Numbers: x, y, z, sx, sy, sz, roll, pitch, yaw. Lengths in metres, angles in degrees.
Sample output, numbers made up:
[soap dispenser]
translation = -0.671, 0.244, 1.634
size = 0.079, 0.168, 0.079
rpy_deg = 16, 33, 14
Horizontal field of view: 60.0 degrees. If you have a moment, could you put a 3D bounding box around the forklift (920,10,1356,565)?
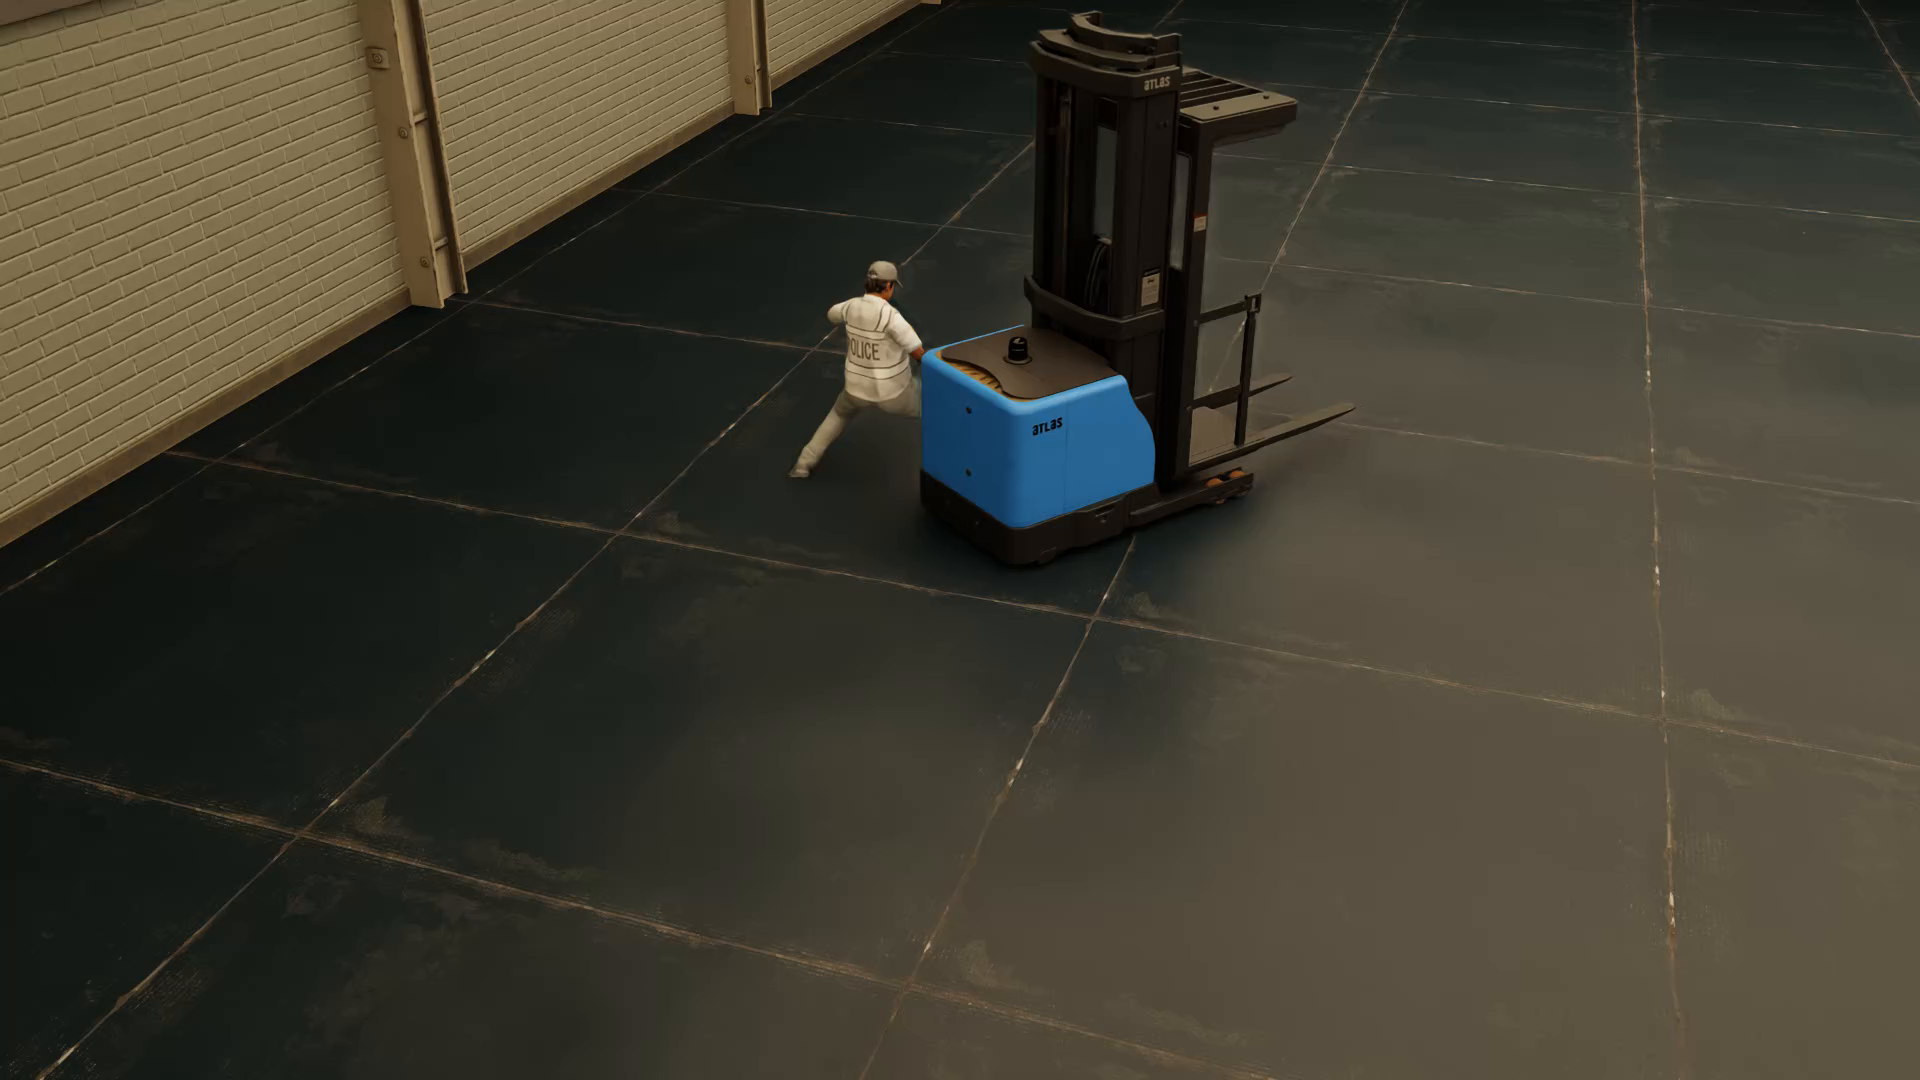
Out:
[forklift]
translation = 1.250, -1.687, 10.096
size = 3.031, 2.935, 1.130
rpy_deg = -19, 35, -30

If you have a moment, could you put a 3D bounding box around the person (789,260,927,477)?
[person]
translation = -0.465, -1.063, 10.523
size = 1.096, 1.514, 0.971
rpy_deg = 19, 35, 30
